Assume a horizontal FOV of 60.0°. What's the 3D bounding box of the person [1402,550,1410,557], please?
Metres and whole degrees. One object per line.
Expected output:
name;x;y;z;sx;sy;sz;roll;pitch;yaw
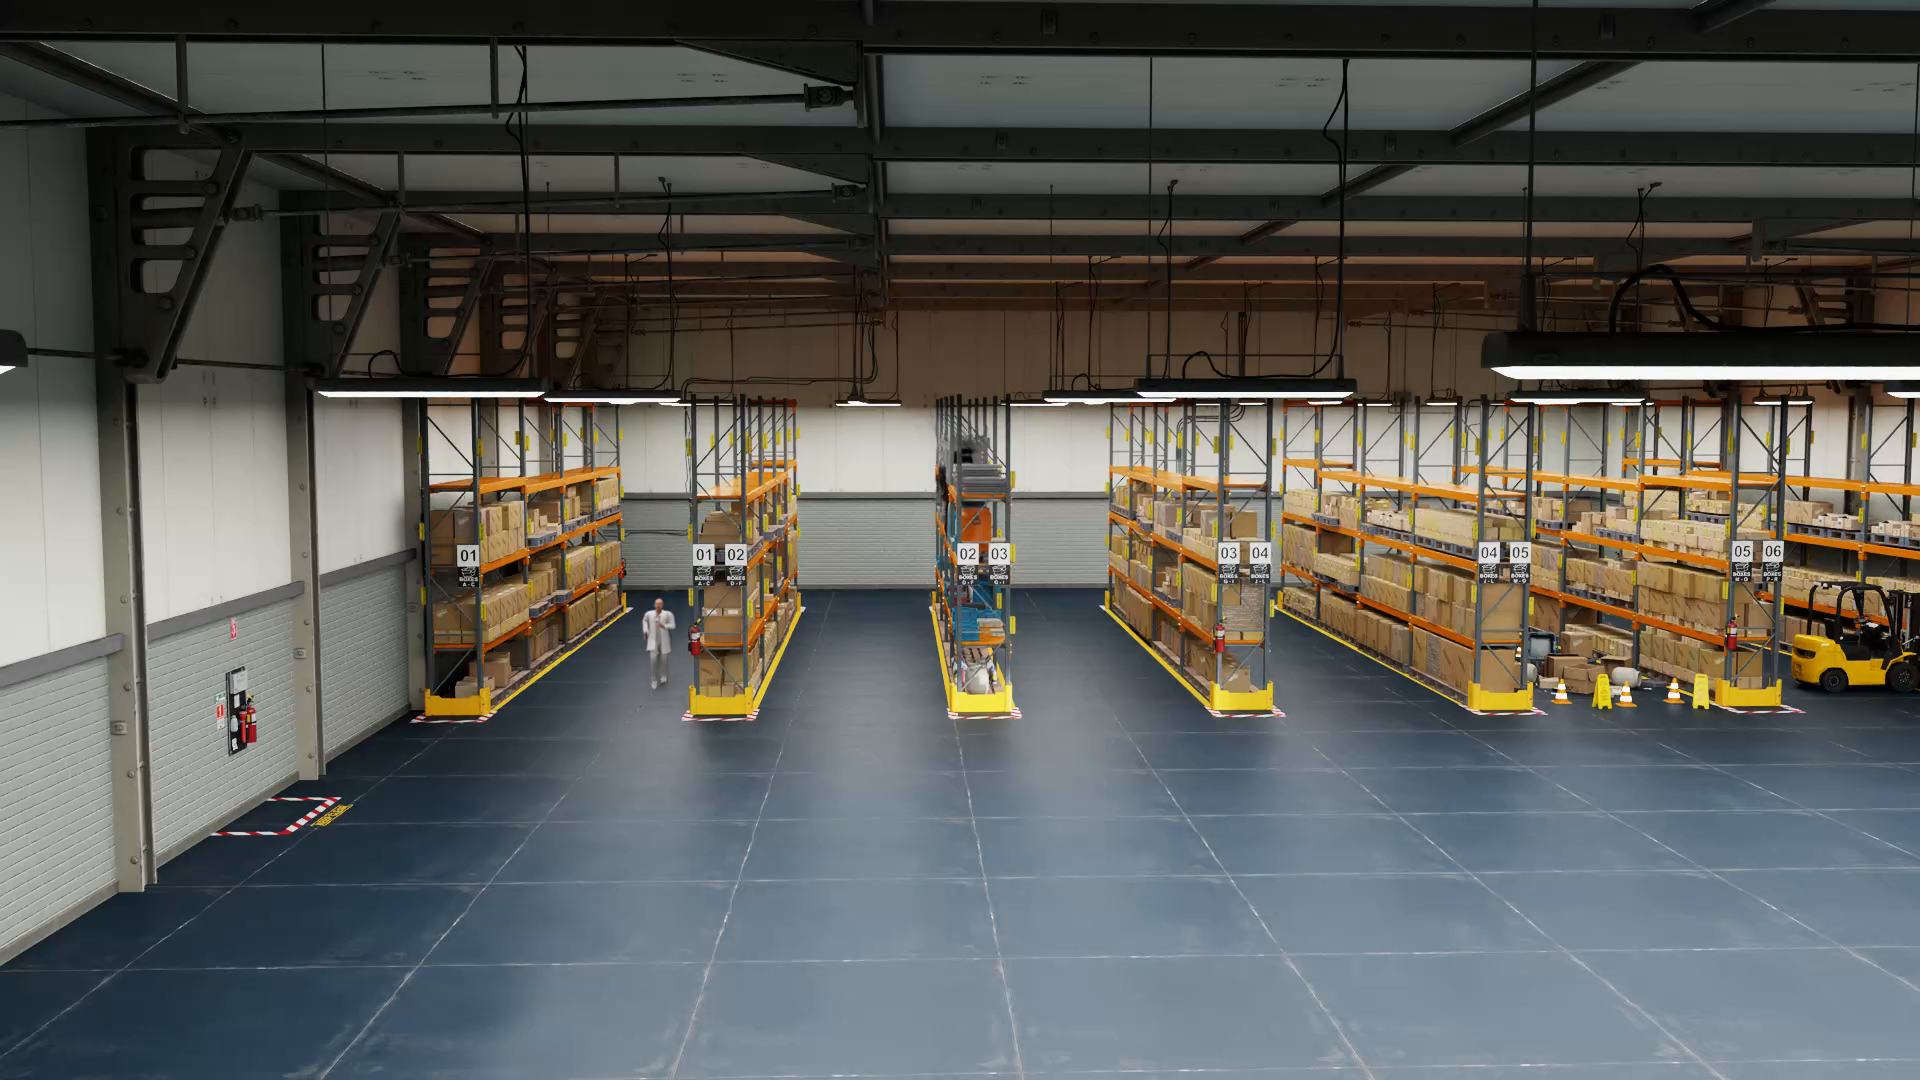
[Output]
person;13.306;1.011;49.299;0.819;1.709;0.561;1;5;10

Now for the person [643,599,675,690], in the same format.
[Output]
person;-6.213;2.157;34.345;0.677;1.766;0.908;-1;5;-8

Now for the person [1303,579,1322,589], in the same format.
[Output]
person;10.407;1.065;48.965;0.683;1.692;0.703;3;5;29
